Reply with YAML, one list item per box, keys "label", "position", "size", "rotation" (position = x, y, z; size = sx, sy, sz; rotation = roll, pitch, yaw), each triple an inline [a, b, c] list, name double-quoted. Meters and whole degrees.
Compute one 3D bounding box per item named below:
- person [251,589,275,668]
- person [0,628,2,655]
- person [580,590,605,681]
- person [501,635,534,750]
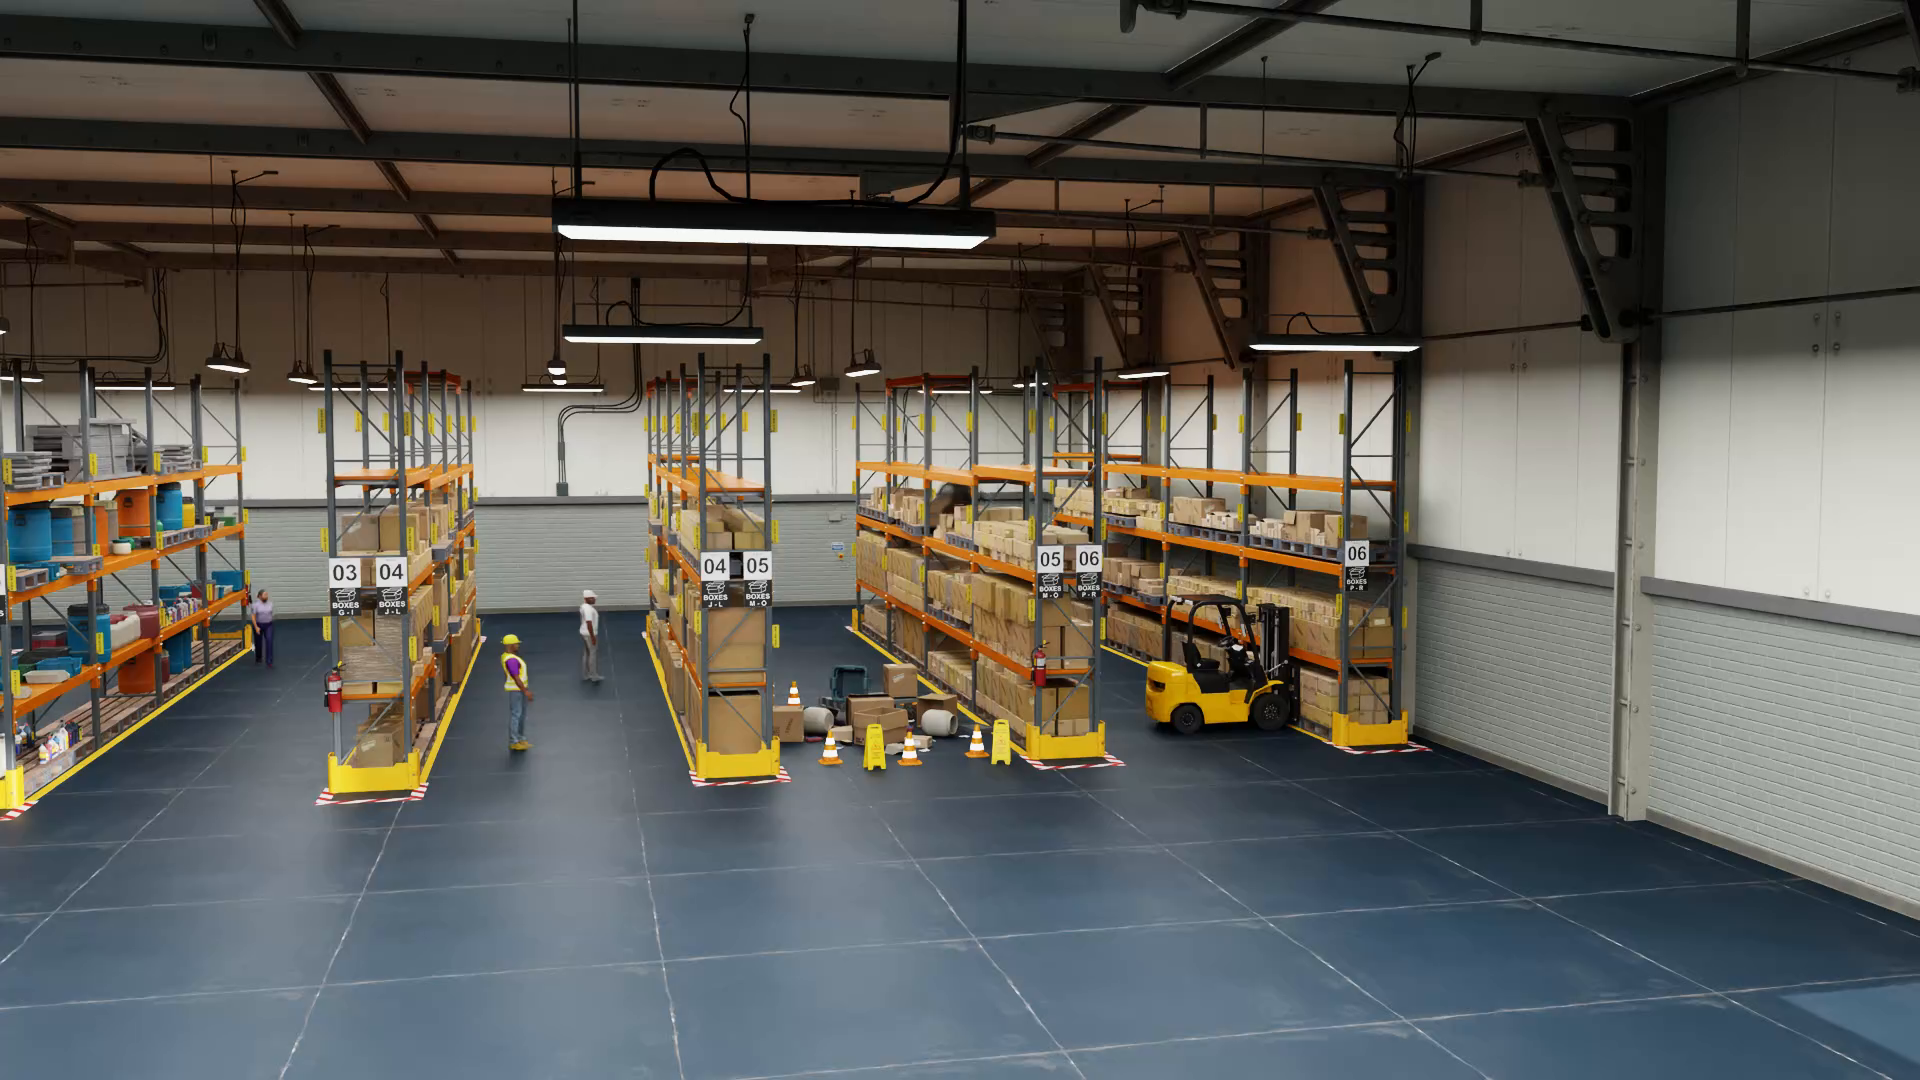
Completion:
- label: "person"
  position: [-14.381, 1.813, 34.304]
  size: [0.447, 1.602, 0.940]
  rotation: [-2, 4, -24]
- label: "person"
  position: [-18.830, 1.926, 32.385]
  size: [0.582, 1.708, 0.561]
  rotation: [3, 5, 39]
- label: "person"
  position: [-7.164, 1.854, 32.399]
  size: [0.434, 1.769, 0.639]
  rotation: [-2, 4, -26]
- label: "person"
  position: [-6.798, 2.351, 25.649]
  size: [0.591, 1.803, 0.658]
  rotation: [0, 4, 3]
